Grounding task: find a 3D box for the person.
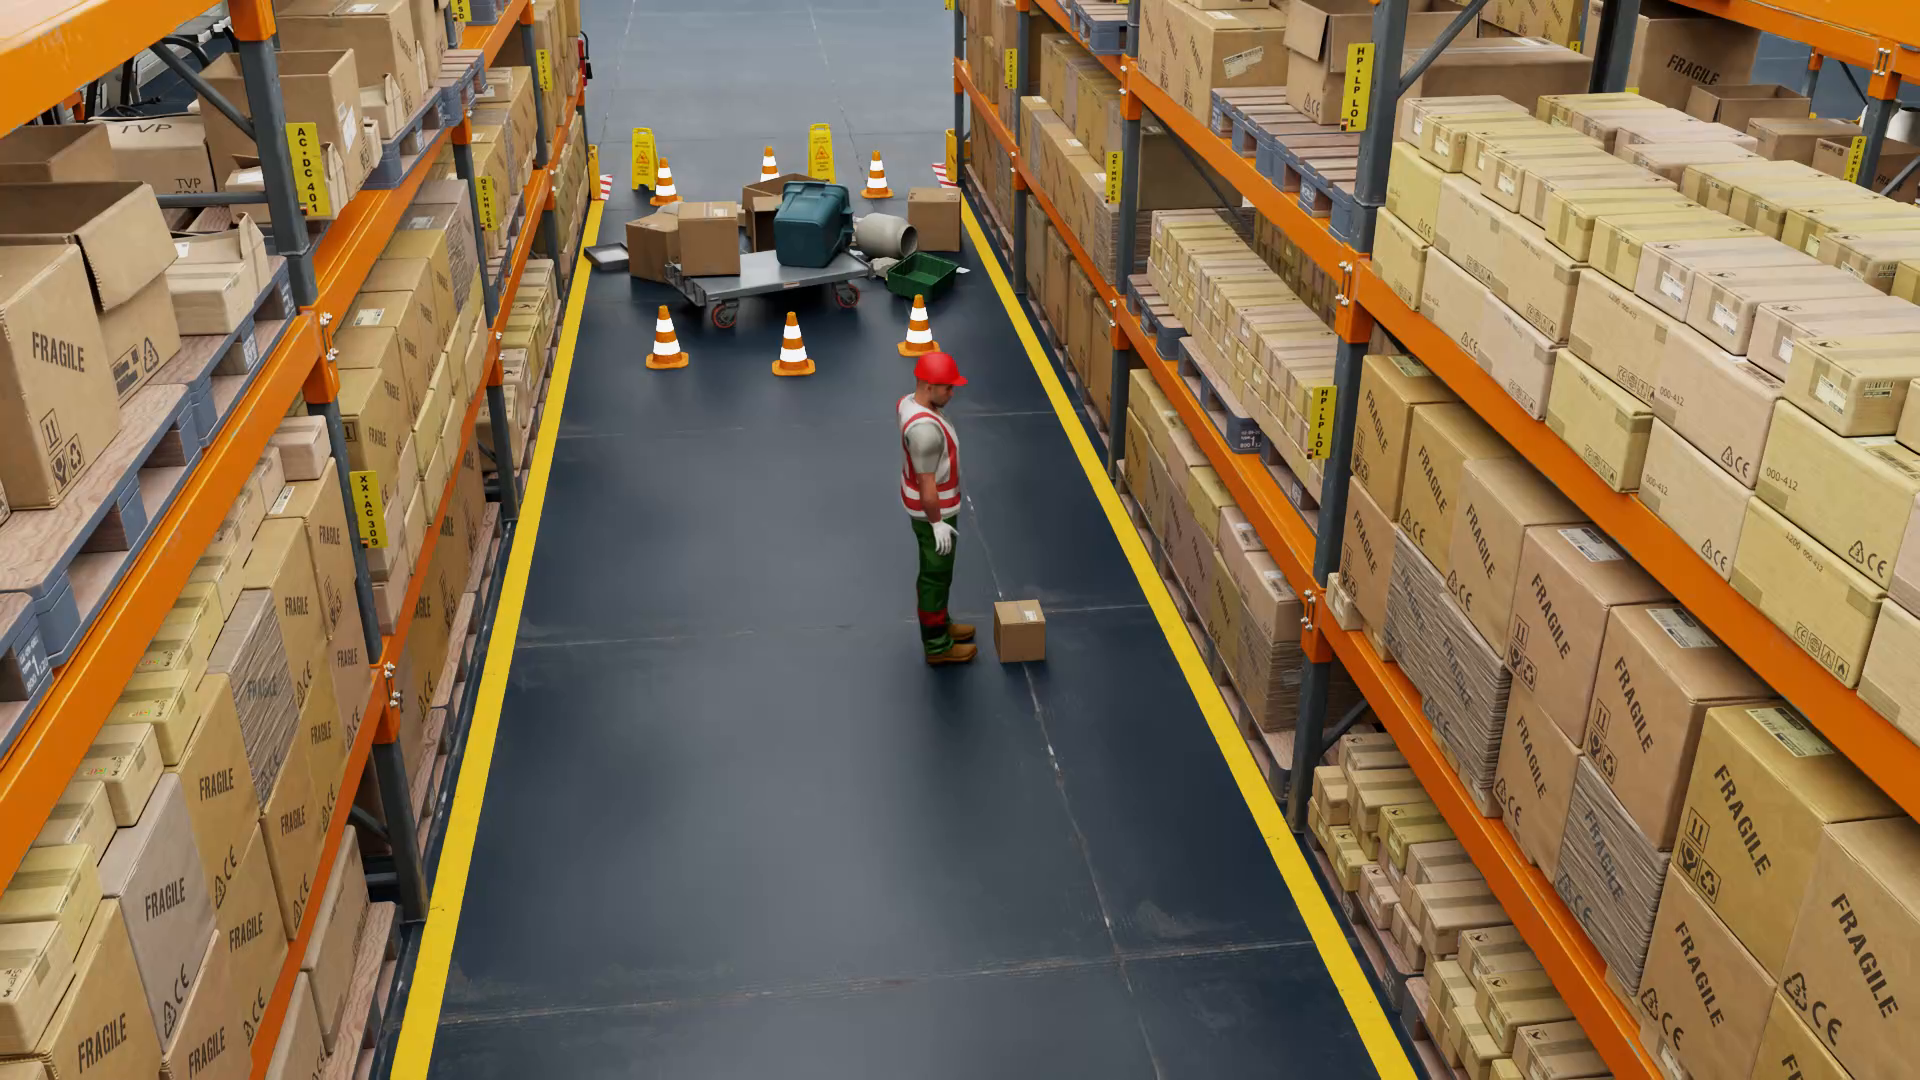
[{"bbox_3d":[-0.102,-0.168,8.883,0.434,1.791,0.556,-3,27,-7],"label":"person"}]
